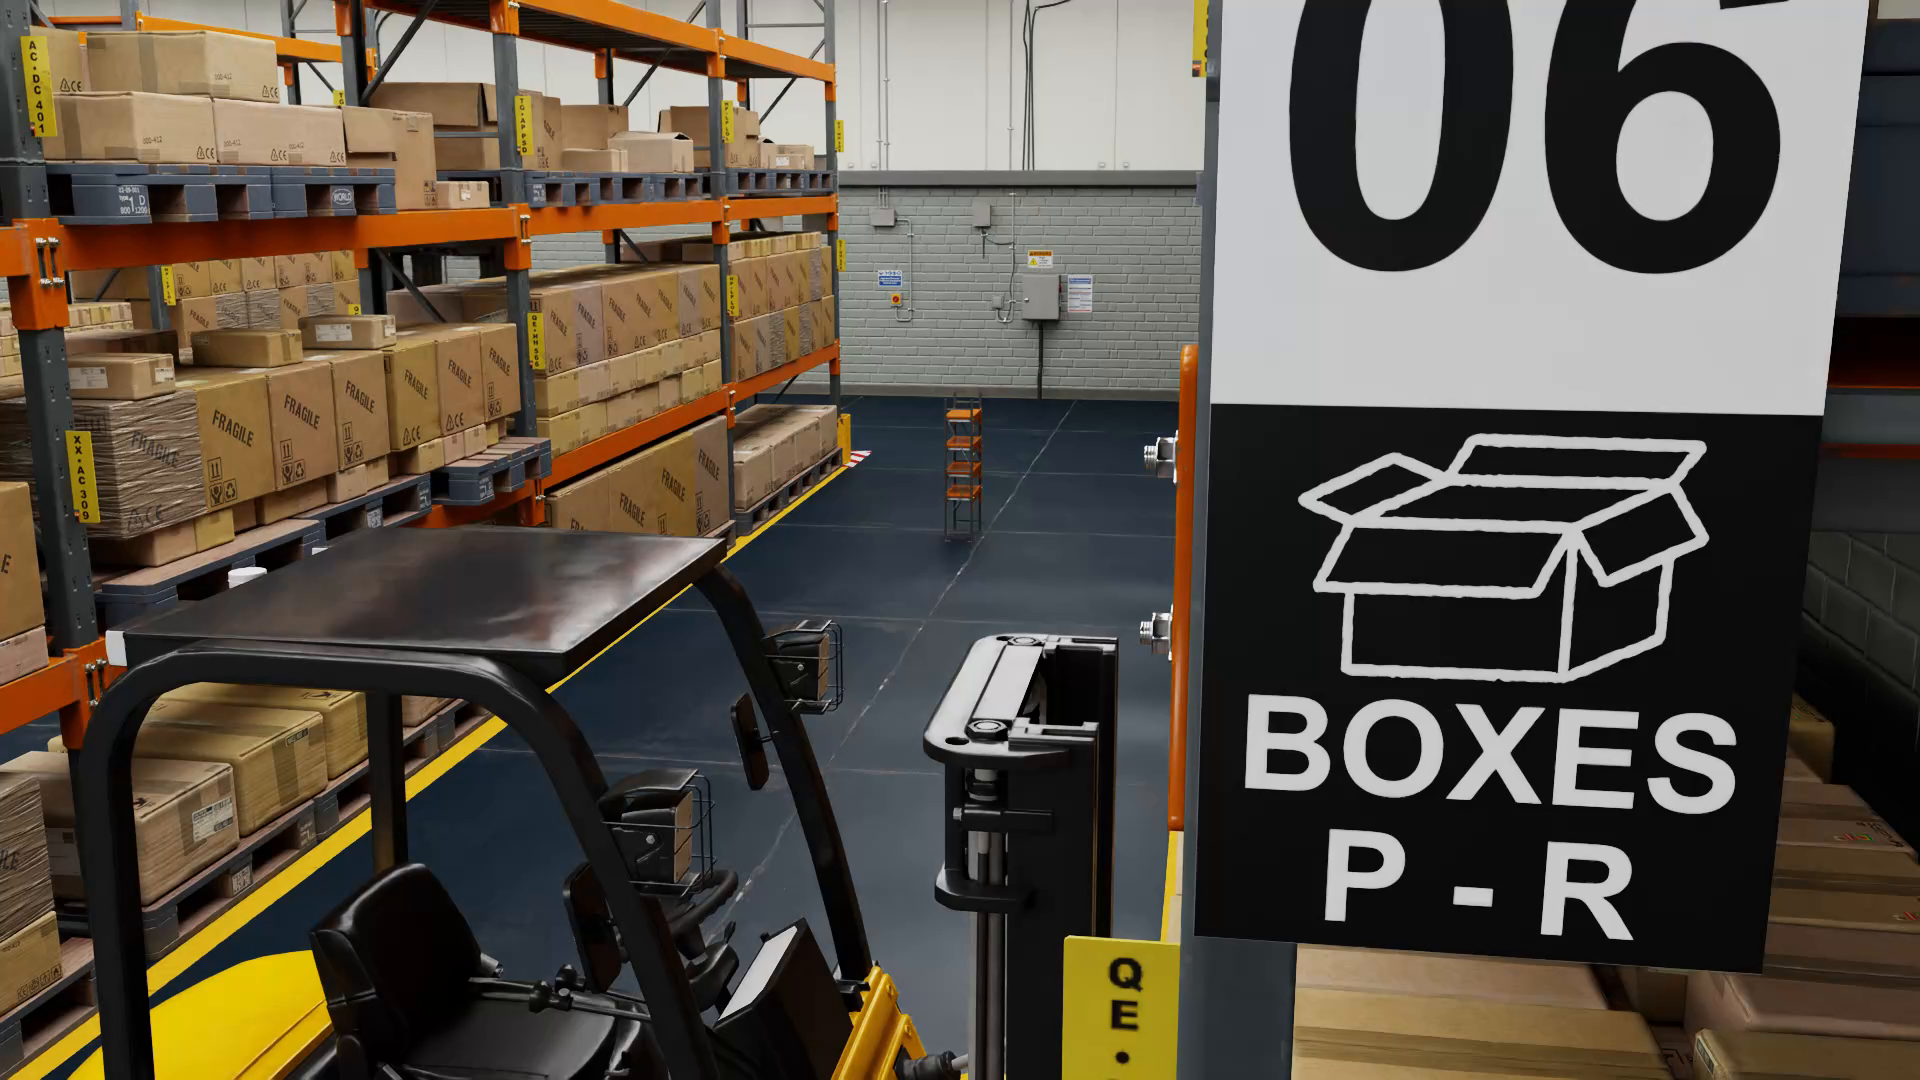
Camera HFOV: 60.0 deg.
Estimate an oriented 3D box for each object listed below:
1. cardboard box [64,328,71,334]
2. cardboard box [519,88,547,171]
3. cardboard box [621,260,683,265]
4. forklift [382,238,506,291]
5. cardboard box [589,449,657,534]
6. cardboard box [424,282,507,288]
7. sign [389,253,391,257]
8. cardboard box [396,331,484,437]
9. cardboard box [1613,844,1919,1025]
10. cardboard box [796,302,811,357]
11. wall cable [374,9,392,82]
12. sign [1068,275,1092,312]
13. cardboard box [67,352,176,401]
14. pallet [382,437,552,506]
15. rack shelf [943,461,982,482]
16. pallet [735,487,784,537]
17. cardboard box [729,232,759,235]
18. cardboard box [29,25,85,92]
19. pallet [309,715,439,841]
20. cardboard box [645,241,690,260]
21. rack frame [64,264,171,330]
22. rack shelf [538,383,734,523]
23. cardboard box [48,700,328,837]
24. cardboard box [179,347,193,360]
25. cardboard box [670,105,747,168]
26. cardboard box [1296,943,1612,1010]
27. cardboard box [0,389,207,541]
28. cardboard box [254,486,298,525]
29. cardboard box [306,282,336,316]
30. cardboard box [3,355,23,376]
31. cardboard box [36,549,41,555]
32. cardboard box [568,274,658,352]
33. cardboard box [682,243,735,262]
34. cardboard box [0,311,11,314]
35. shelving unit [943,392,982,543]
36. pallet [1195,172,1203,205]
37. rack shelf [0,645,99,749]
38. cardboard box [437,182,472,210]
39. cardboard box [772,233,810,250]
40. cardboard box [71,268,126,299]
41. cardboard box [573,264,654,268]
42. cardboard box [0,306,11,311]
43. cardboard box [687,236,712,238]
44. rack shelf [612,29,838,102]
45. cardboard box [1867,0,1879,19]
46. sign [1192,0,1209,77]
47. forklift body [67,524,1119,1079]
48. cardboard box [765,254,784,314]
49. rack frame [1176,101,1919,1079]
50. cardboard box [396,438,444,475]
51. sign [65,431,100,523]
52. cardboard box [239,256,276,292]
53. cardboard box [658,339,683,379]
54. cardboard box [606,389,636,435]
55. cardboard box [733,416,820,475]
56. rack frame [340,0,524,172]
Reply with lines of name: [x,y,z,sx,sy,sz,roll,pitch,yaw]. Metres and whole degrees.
cardboard box: [-7.284,-1.594,13.162,0.380,0.149,0.250,1,12,7]
cardboard box: [-3.044,-2.579,10.488,0.700,0.500,0.500,1,12,6]
cardboard box: [-2.594,-2.124,14.119,0.500,0.500,0.500,2,12,8]
forklift: [-4.786,-1.763,15.217,1.130,2.935,3.031,3,13,14]
cardboard box: [-2.679,-0.140,11.569,0.875,0.875,0.875,2,12,9]
cardboard box: [-3.117,-1.407,10.793,0.500,0.500,0.500,2,12,10]
sign: [-6.139,-3.150,17.990,0.100,0.325,0.005,2,12,9]
cardboard box: [-2.872,-0.835,8.806,0.500,0.500,0.500,2,12,8]
cardboard box: [1.029,0.496,2.091,0.380,0.149,0.250,2,12,10]
cardboard box: [-1.752,-2.040,16.104,0.500,0.500,0.500,2,12,10]
wall cable: [-7.295,-8.204,23.064,2.277,5.999,0.120,2,12,9]
sign: [1.639,-3.369,22.730,0.329,0.494,0.001,2,12,9]
cardboard box: [-3.202,-0.617,6.257,0.380,0.149,0.250,2,12,8]
pallet: [-3.013,-0.401,9.189,1.213,0.211,1.003,2,12,9]
rack shelf: [0.025,-0.555,14.041,0.258,0.148,0.480,2,12,9]
pallet: [-2.199,-0.272,14.754,1.003,0.211,1.213,2,12,9]
cardboard box: [-2.229,-2.994,16.618,0.380,0.149,0.250,2,12,10]
cardboard box: [-3.660,-1.781,6.192,0.500,0.250,0.500,2,12,10]
pallet: [-3.320,1.132,8.238,1.003,0.211,1.213,2,12,9]
cardboard box: [-2.512,-2.460,14.137,0.380,0.149,0.250,2,12,10]
rack frame: [-7.300,-1.619,14.384,1.000,3.000,0.127,2,12,9]
rack shelf: [-2.701,-0.711,11.881,1.077,0.370,4.000,2,12,9]
cardboard box: [-3.438,1.006,7.444,0.950,0.372,0.625,3,12,12]
cardboard box: [-3.539,-0.637,7.887,0.500,0.500,0.500,1,12,7]
cardboard box: [-2.095,-3.364,13.893,0.500,0.500,0.500,2,12,10]
cardboard box: [0.520,0.534,1.914,0.380,0.149,0.250,2,12,9]
cardboard box: [-3.268,-0.302,6.334,0.500,0.500,0.500,2,12,10]
cardboard box: [-3.130,-0.167,7.246,0.380,0.149,0.250,2,12,10]
cardboard box: [-6.652,-2.331,16.745,0.500,0.500,0.500,2,12,9]
cardboard box: [-7.363,-1.341,12.694,0.380,0.149,0.250,2,12,11]
cardboard box: [-3.817,-0.012,6.531,0.380,0.149,0.250,2,12,9]
cardboard box: [-2.448,-1.595,11.662,0.500,0.500,0.500,2,12,10]
cardboard box: [-2.088,-2.391,13.819,0.380,0.149,0.250,2,12,8]
cardboard box: [-7.332,-1.687,12.887,0.380,0.149,0.250,1,12,7]
shelving unit: [0.025,-0.621,14.027,0.258,1.200,0.503,2,12,9]
pallet: [2.186,-2.344,11.077,1.213,0.211,1.003,2,12,9]
rack shelf: [-3.931,0.954,4.154,1.077,0.370,4.000,2,12,9]
cardboard box: [-2.880,-1.866,9.007,0.380,0.149,0.250,2,12,9]
cardboard box: [-1.687,-2.924,16.292,0.380,0.149,0.250,2,12,10]
cardboard box: [-7.495,-2.408,14.731,0.500,0.500,0.500,1,12,7]
cardboard box: [-2.745,-1.935,13.240,0.500,0.500,0.500,2,12,9]
cardboard box: [-7.894,-1.813,13.475,0.380,0.149,0.250,2,12,9]
cardboard box: [-2.378,-2.724,15.363,0.380,0.149,0.250,2,12,9]
rack shelf: [-2.086,-4.281,15.155,1.077,0.370,4.000,2,12,9]
cardboard box: [0.494,-0.691,1.486,0.500,0.500,0.500,2,12,11]
sign: [0.744,-1.542,4.936,0.100,0.325,0.005,2,12,9]
forklift body: [-0.845,1.140,3.599,2.313,2.155,1.214,2,12,9]
cardboard box: [-1.907,-2.319,15.025,0.500,0.500,0.500,2,12,10]
rack frame: [0.666,1.179,1.404,1.000,3.000,0.127,2,12,9]
cardboard box: [-2.866,-0.431,8.474,0.380,0.149,0.250,2,12,10]
sign: [-3.086,-0.221,5.845,0.100,0.325,0.005,2,12,9]
cardboard box: [-6.817,-2.600,15.621,0.500,0.500,0.500,2,12,10]
cardboard box: [-2.364,-1.338,12.253,0.500,0.250,0.500,2,12,10]
cardboard box: [-2.537,-0.883,11.329,0.500,0.250,0.500,2,12,11]
cardboard box: [-1.913,-0.933,16.289,0.875,0.438,0.875,2,12,10]
rack frame: [-3.008,-3.579,9.242,1.000,3.000,0.127,2,12,9]
